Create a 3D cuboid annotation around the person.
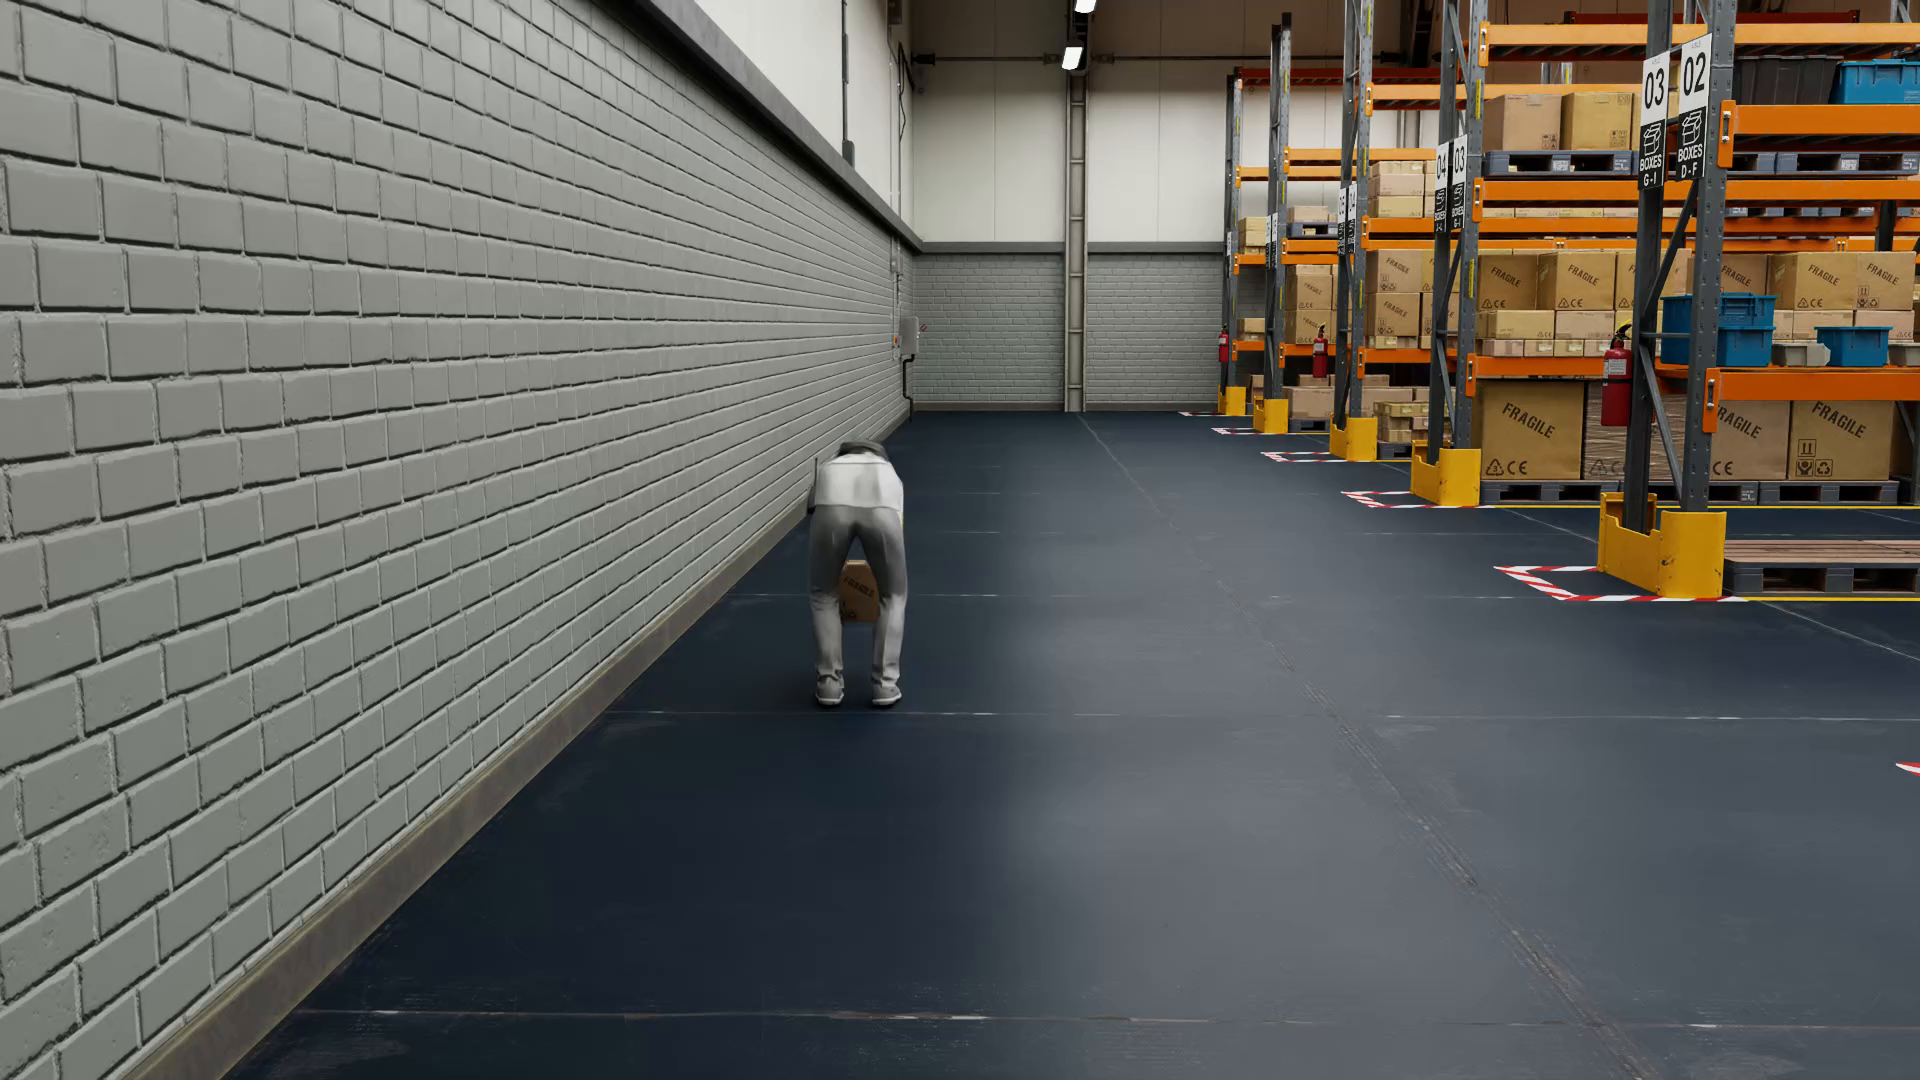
[{"bbox_3d":[-0.432,0.127,7.146,0.417,1.067,0.926,0,7,-1],"label":"person"}]
